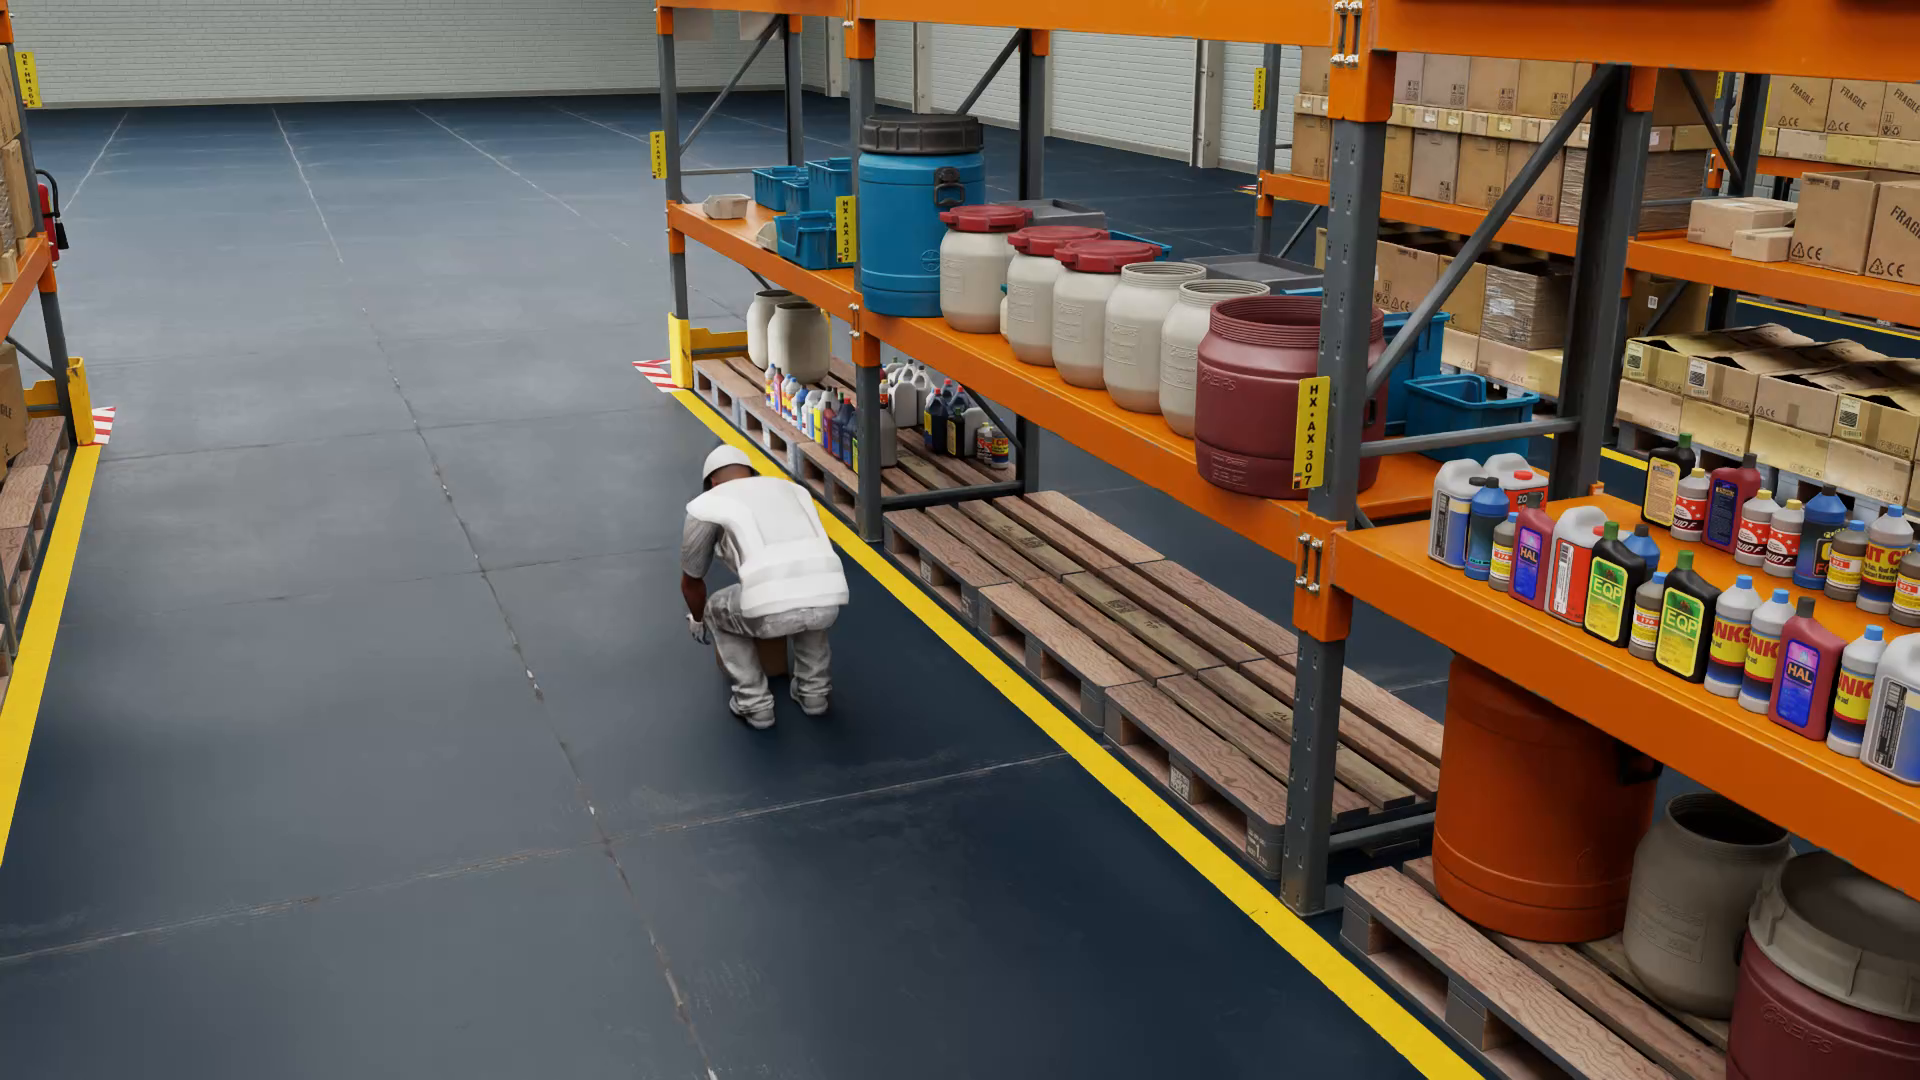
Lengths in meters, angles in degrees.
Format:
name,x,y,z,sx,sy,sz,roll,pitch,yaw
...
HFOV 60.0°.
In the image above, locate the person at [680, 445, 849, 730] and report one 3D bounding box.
name,x,y,z,sx,sy,sz,roll,pitch,yaw
person,-0.798,0.191,6.675,0.574,1.014,0.902,-8,20,-22
